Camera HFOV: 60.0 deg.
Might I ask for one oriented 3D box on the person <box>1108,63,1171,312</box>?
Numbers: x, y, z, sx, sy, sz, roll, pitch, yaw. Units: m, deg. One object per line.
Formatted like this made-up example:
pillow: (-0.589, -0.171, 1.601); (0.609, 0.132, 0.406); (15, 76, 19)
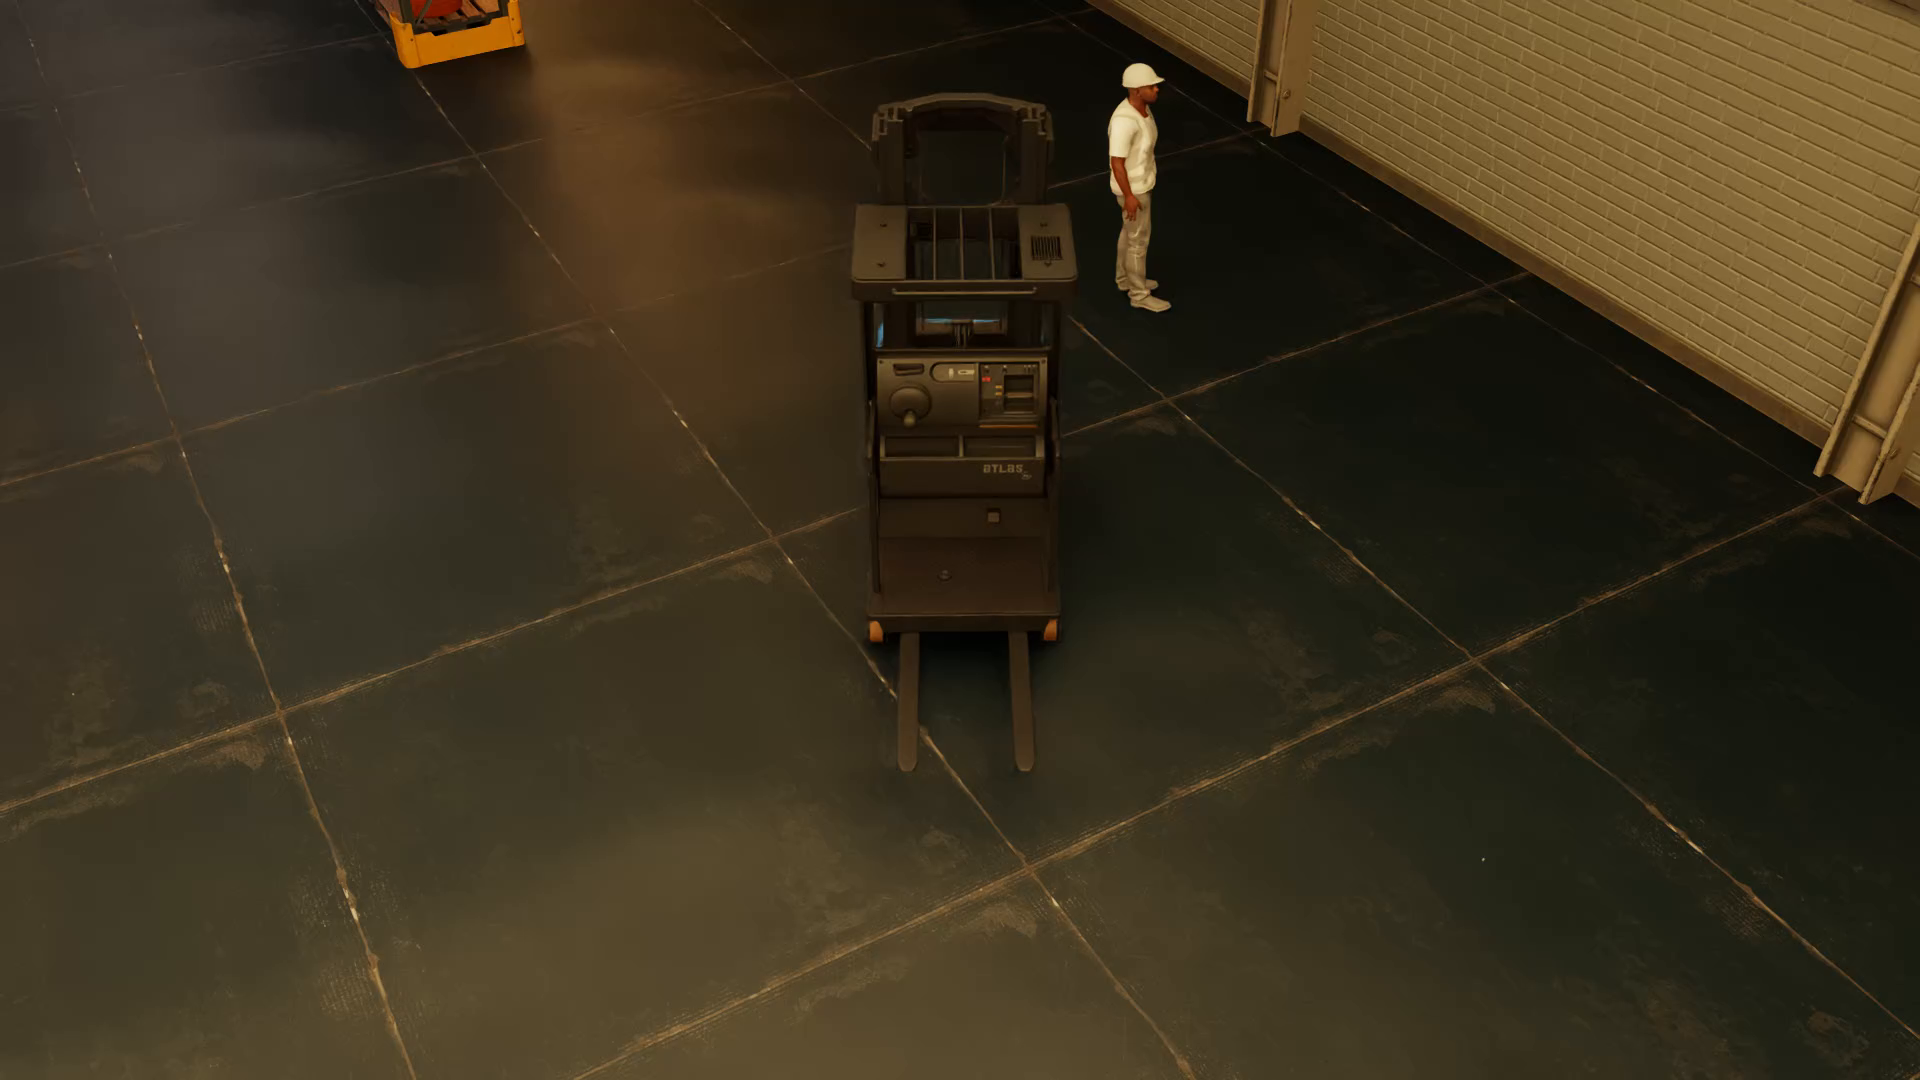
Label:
person: (1.345, -2.567, 12.040); (0.572, 1.771, 0.696); (9, 40, 11)

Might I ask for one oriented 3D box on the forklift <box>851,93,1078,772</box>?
forklift: (0.017, -0.737, 8.924); (1.130, 2.935, 3.031); (0, 40, 0)
